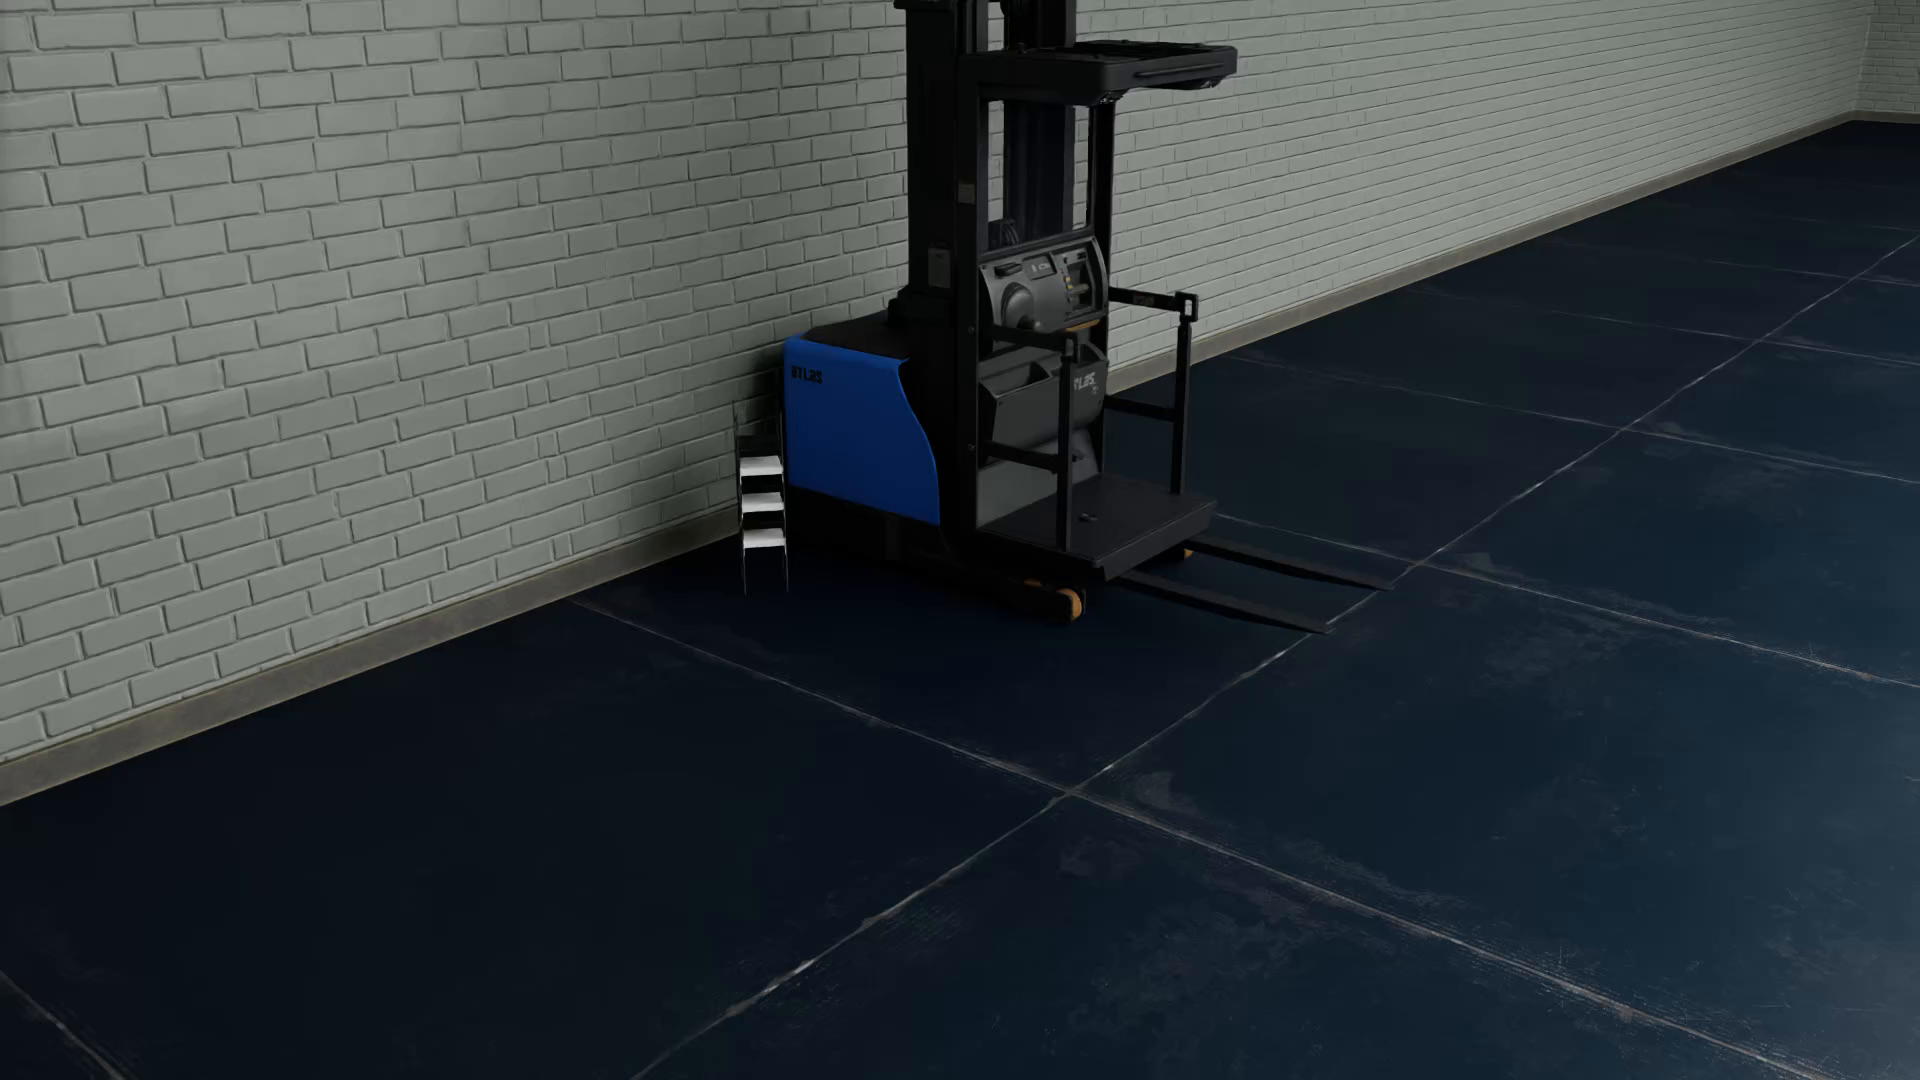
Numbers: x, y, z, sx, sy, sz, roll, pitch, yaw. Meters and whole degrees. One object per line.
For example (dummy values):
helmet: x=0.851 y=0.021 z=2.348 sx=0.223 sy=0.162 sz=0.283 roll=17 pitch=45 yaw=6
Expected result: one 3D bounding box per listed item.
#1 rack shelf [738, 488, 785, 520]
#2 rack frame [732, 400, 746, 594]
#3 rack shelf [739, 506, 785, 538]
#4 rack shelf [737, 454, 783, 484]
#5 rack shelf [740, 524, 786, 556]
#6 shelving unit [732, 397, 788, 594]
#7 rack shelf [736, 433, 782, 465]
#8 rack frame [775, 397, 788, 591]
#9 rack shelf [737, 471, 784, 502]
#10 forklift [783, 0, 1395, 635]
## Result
rack shelf: x=-0.953 y=-0.178 z=7.959 sx=0.200 sy=0.077 sz=0.258 roll=-4 pitch=21 yaw=-10
rack frame: x=-1.053 y=-0.202 z=7.928 sx=0.006 sy=0.900 sz=0.240 roll=-4 pitch=21 yaw=-10
rack shelf: x=-0.953 y=-0.094 z=7.990 sx=0.200 sy=0.077 sz=0.258 roll=-4 pitch=21 yaw=-10
rack shelf: x=-0.953 y=-0.346 z=7.895 sx=0.200 sy=0.077 sz=0.258 roll=-4 pitch=21 yaw=-10
rack shelf: x=-0.953 y=-0.009 z=8.022 sx=0.200 sy=0.077 sz=0.258 roll=-4 pitch=21 yaw=-10
shelving unit: x=-0.953 y=-0.209 z=7.947 sx=0.210 sy=0.900 sz=0.258 roll=-4 pitch=21 yaw=-10
rack shelf: x=-0.953 y=-0.430 z=7.863 sx=0.200 sy=0.077 sz=0.258 roll=-4 pitch=21 yaw=-10
rack frame: x=-0.853 y=-0.216 z=7.965 sx=0.006 sy=0.900 sz=0.240 roll=-4 pitch=21 yaw=-10
rack shelf: x=-0.953 y=-0.262 z=7.927 sx=0.200 sy=0.077 sz=0.258 roll=-4 pitch=21 yaw=-10
forklift: x=0.566 y=-1.193 z=7.677 sx=3.031 sy=2.935 sz=1.130 roll=16 pitch=26 yaw=35
